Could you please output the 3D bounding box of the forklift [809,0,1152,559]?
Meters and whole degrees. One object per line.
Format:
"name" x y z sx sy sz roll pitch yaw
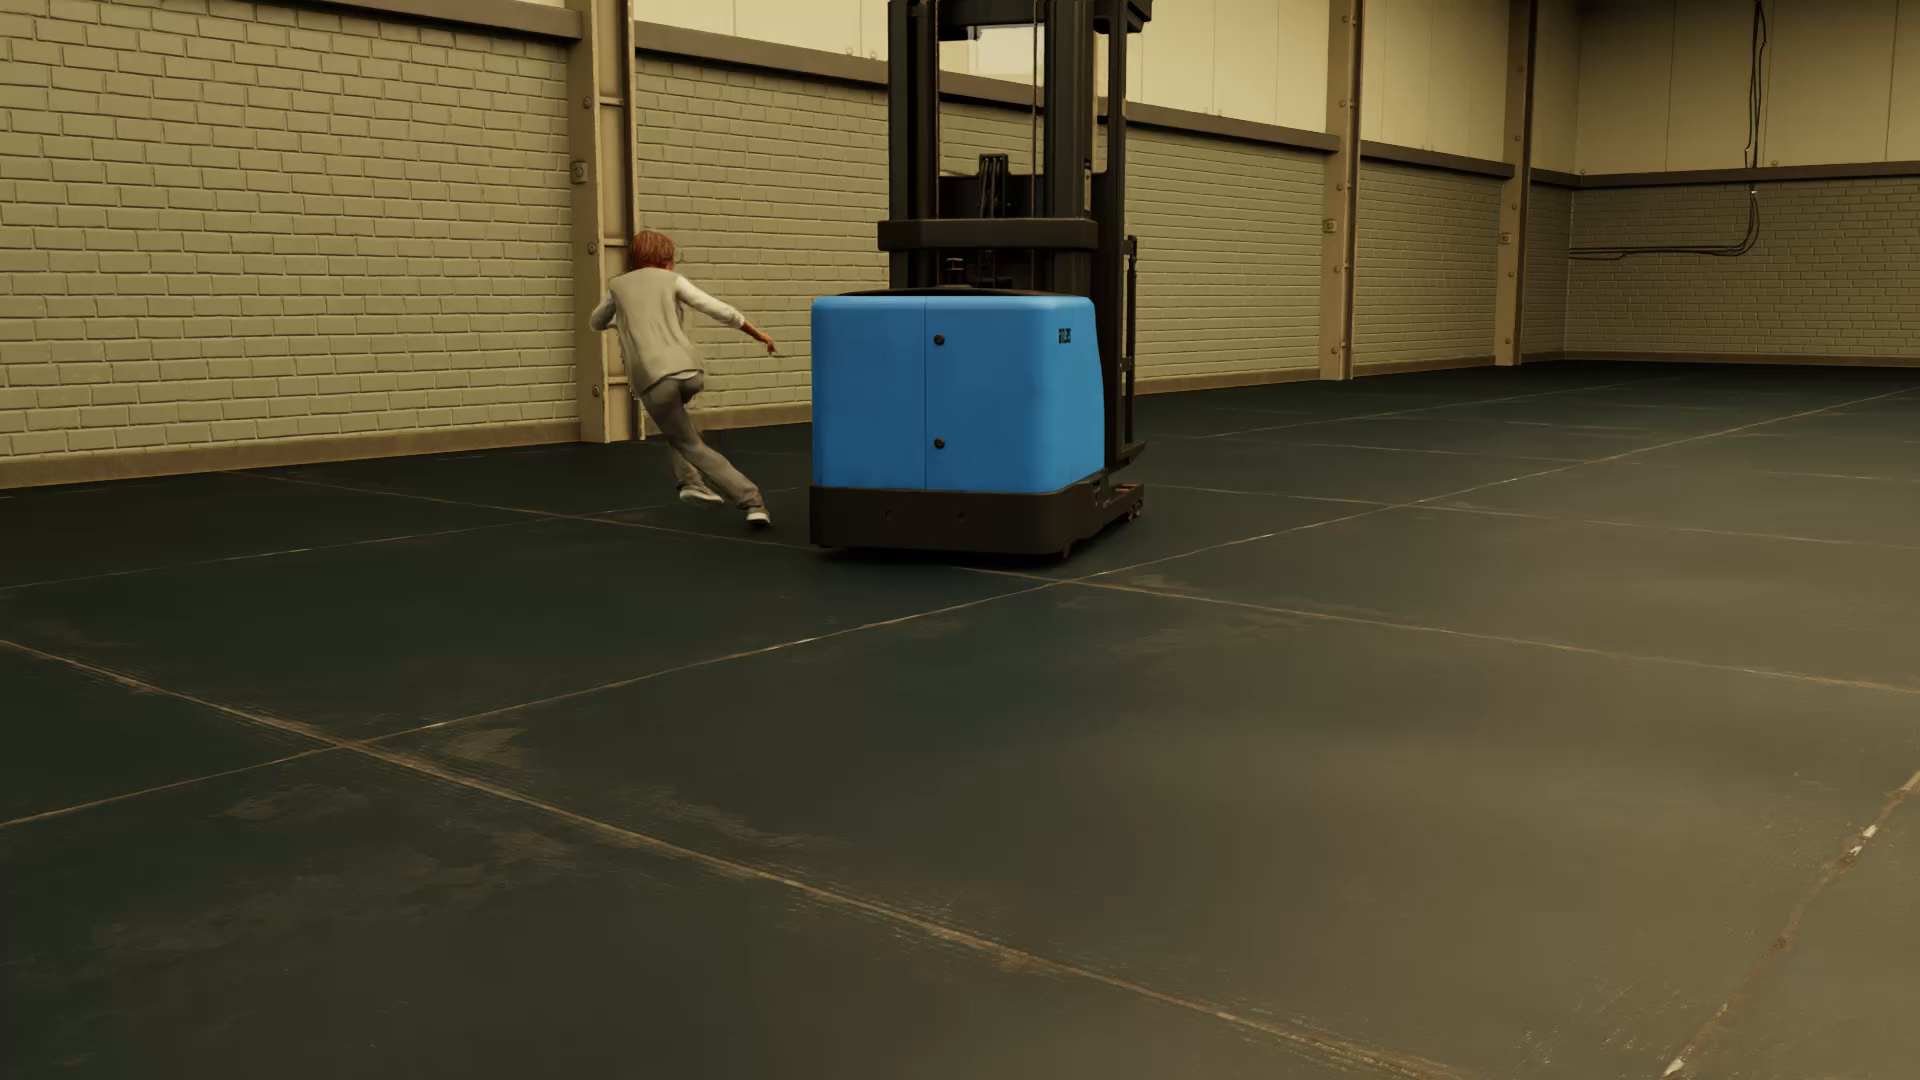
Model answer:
"forklift" 0.282 -1.550 7.873 1.130 2.935 3.031 2 9 16

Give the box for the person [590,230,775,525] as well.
"person" -1.295 -0.763 7.839 0.848 1.368 0.820 -2 9 -14
